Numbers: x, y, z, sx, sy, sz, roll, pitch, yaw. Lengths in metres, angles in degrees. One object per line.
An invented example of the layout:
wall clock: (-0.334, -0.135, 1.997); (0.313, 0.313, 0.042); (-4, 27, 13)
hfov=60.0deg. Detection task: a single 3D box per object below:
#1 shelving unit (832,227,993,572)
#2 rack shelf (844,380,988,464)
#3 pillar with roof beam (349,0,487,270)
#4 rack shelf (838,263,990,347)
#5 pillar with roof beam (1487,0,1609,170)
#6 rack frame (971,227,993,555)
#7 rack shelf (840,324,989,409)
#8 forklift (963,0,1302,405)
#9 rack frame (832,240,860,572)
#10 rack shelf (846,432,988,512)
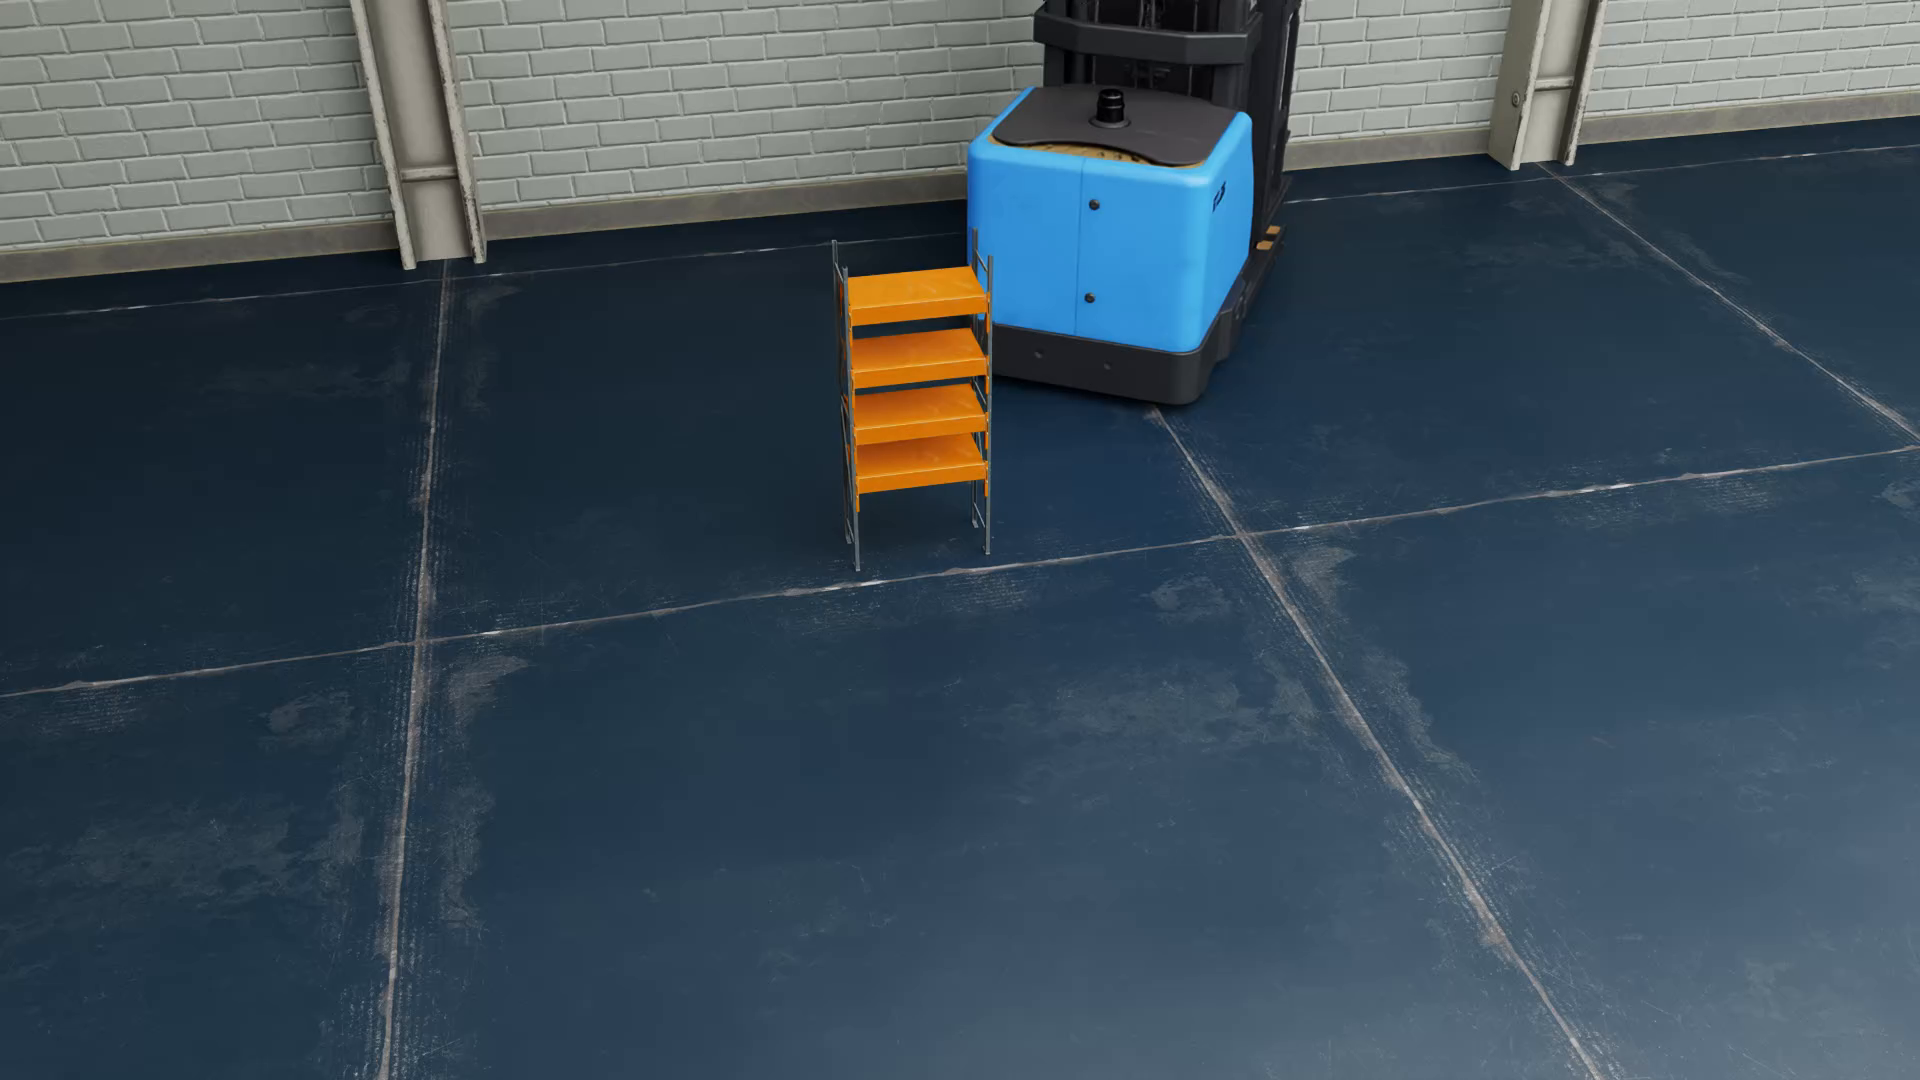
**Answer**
shelving unit: (-0.161, -0.478, 5.885); (0.503, 1.200, 0.258); (-7, 35, -11)
rack shelf: (-0.161, -0.422, 5.923); (0.480, 0.148, 0.258); (-7, 35, -11)
pillar with roof beam: (-1.651, -2.845, 2.414); (0.400, 9.000, 9.100); (-7, 35, -11)
rack shelf: (-0.161, -0.804, 5.666); (0.480, 0.148, 0.258); (-7, 35, -11)
pillar with roof beam: (4.201, -3.583, 3.513); (0.400, 9.000, 9.100); (-7, 35, -11)
rack frame: (0.077, -0.508, 5.930); (0.015, 1.200, 0.240); (-7, 35, -11)
rack shelf: (-0.161, -0.608, 5.798); (0.480, 0.148, 0.258); (-7, 35, -11)
forklift: (0.999, -2.598, 7.491); (1.130, 2.935, 3.031); (12, 36, 17)
rack frame: (-0.399, -0.448, 5.841); (0.015, 1.200, 0.240); (-7, 35, -11)
rack shelf: (-0.161, -0.257, 6.033); (0.480, 0.148, 0.258); (-7, 35, -11)
